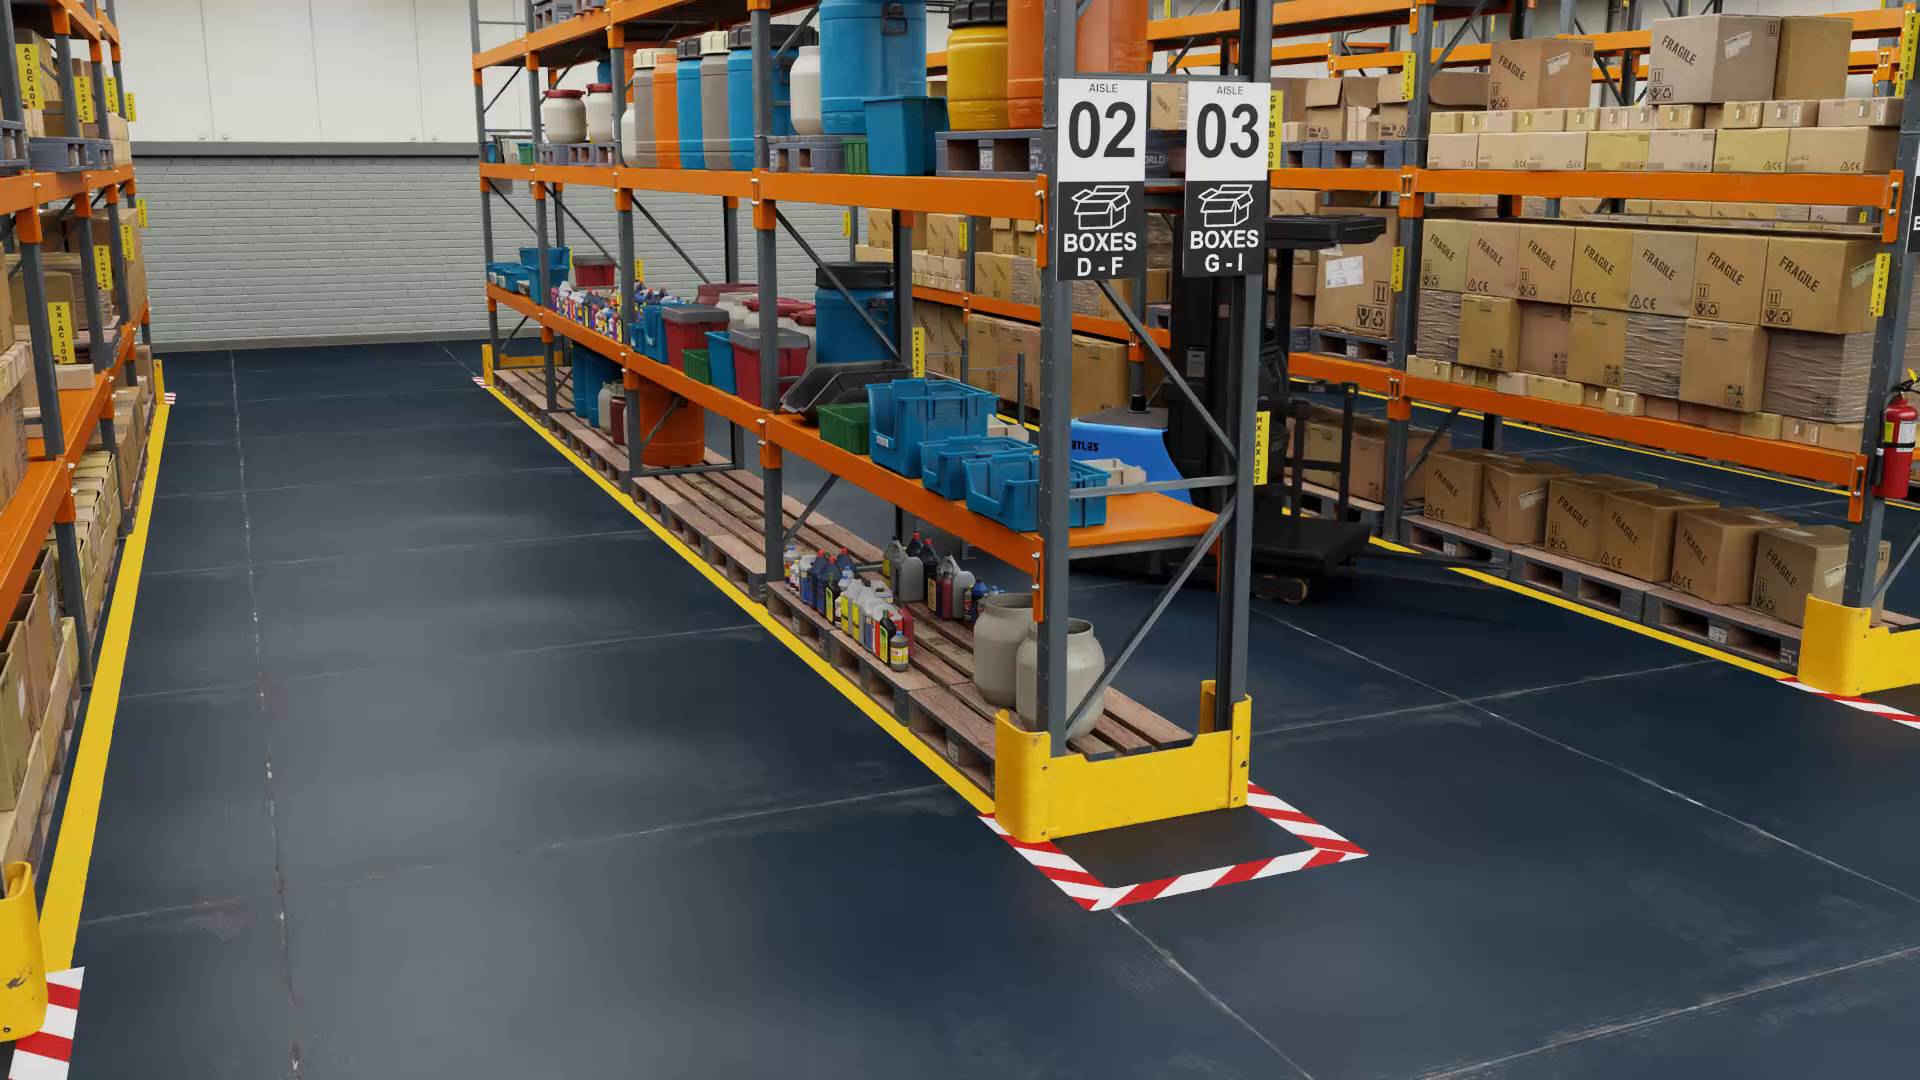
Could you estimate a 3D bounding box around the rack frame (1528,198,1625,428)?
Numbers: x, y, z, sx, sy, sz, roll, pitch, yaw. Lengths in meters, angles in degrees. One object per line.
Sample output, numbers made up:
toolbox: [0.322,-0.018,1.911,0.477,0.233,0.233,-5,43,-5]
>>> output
rack frame: [6.732,-2.748,18.089,1.000,3.000,0.127,-6,14,-23]

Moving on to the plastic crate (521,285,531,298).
plastic crate: [-4.688,-2.802,18.800,0.437,0.125,0.590,-6,14,-23]

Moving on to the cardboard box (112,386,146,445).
cardboard box: [-8.074,-1.173,15.856,0.500,0.500,0.500,-6,14,-23]

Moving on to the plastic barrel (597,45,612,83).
plastic barrel: [-3.170,-4.271,15.976,0.600,0.901,0.708,-6,14,-23]

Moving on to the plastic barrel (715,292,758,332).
plastic barrel: [-1.784,-1.734,13.464,0.421,0.512,0.421,0,13,0]

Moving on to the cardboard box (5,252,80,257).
cardboard box: [-8.549,-2.388,15.383,0.700,0.500,0.500,-12,18,-42]

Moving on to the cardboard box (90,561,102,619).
cardboard box: [-5.468,0.323,9.987,0.500,0.250,0.500,-5,14,-22]

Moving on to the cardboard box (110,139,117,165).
cardboard box: [-8.502,-3.764,16.161,0.500,0.250,0.500,-6,14,-23]

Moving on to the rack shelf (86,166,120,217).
rack shelf: [-7.733,-2.951,13.910,1.077,0.370,4.000,-6,14,-23]

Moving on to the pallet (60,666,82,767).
pallet: [-5.049,0.926,8.399,1.003,0.211,1.213,-6,14,-23]

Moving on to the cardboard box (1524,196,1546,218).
cardboard box: [8.774,-4.860,24.778,0.500,0.500,0.500,-5,14,-22]

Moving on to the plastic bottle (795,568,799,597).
plastic bottle: [-0.982,0.250,10.369,0.097,0.201,0.097,0,13,0]

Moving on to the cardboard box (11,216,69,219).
cardboard box: [-9.182,-2.976,16.635,0.500,0.500,0.500,-6,14,-24]

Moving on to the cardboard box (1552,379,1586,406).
cardboard box: [4.172,-0.991,11.059,0.380,0.149,0.250,-6,14,-23]

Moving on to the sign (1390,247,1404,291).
sign: [3.242,-2.007,12.323,0.100,0.325,0.005,-6,14,-23]

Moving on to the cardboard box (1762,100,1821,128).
cardboard box: [4.747,-2.390,9.342,0.380,0.149,0.250,-6,14,-25]

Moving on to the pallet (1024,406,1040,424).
pallet: [1.415,-1.383,18.379,1.003,0.211,1.213,-6,14,-23]

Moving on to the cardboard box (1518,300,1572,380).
cardboard box: [4.333,-1.389,11.336,0.875,0.500,0.500,-6,14,-23]

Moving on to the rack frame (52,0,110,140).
rack frame: [-8.534,-5.176,15.276,1.000,3.000,0.127,-6,14,-23]

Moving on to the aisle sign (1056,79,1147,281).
aisle sign: [0.570,-1.445,6.696,0.394,0.787,0.004,-6,14,-23]

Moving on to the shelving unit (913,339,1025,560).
shelving unit: [0.034,-0.713,12.625,0.538,1.500,1.048,-6,14,-23]

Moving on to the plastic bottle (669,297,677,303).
plastic bottle: [-2.753,-2.194,15.983,0.097,0.271,0.097,0,13,0]

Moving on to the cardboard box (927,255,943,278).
cardboard box: [-0.083,-3.393,20.551,0.500,0.250,0.500,-5,14,-21]

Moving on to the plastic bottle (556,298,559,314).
plastic bottle: [-4.122,-2.439,17.195,0.097,0.201,0.097,0,13,0]

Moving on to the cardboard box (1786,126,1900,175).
cardboard box: [4.925,-2.133,9.113,0.500,0.250,0.500,-5,14,-22]

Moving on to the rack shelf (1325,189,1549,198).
rack shelf: [5.931,-4.272,19.618,1.077,0.370,4.000,-6,14,-23]

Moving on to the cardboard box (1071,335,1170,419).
cardboard box: [1.889,-1.634,17.060,1.225,0.875,0.875,-6,14,-26]

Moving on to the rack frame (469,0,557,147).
rack frame: [-5.596,-6.449,20.776,1.000,3.000,0.127,-6,14,-23]

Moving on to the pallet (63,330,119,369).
pallet: [-7.268,-1.467,12.981,1.213,0.211,1.003,-6,14,-23]

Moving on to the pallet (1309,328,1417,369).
pallet: [3.576,-1.572,13.434,1.003,0.211,1.213,-6,14,-23]

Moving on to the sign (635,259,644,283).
sign: [-3.489,-2.884,18.064,0.100,0.325,0.005,-6,14,-23]

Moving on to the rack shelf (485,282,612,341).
rack shelf: [-4.795,-2.762,19.748,1.077,0.370,4.000,-6,14,-23]

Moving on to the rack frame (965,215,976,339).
rack frame: [0.544,-3.147,19.815,1.000,3.000,0.127,-6,14,-23]

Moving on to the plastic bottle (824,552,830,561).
plastic bottle: [-0.811,0.222,10.306,0.061,0.283,0.133,-6,14,-23]

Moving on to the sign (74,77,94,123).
sign: [-6.420,-3.227,12.185,0.100,0.325,0.005,-6,14,-23]

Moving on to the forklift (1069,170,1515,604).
forklift: [2.237,-1.141,11.298,3.031,2.935,1.130,8,15,30]

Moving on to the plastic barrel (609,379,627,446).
plastic barrel: [-3.056,-1.236,15.974,0.600,0.588,0.708,-6,14,-23]

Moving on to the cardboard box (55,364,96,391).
cardboard box: [-6.318,-1.143,11.715,0.380,0.149,0.250,-6,14,-23]

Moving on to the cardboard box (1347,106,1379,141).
cardboard box: [3.281,-3.280,13.103,0.396,0.266,0.258,-5,14,-21]

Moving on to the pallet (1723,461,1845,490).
pallet: [7.956,-0.715,15.493,1.003,0.211,1.213,-6,14,-23]

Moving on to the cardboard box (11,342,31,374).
cardboard box: [-5.024,-0.928,8.567,0.380,0.149,0.250,-6,14,-23]

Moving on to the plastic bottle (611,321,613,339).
plastic bottle: [-3.067,-1.895,14.844,0.097,0.201,0.097,0,13,0]

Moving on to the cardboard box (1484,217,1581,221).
cardboard box: [4.181,-2.107,12.221,0.500,0.500,0.500,-6,14,-23]

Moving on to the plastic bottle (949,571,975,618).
plastic bottle: [0.000,0.313,9.929,0.152,0.276,0.135,-5,14,-22]

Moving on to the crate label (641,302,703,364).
crate label: [-2.242,-1.661,13.315,0.502,0.435,0.616,-6,14,-23]

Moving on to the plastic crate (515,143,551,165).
plastic crate: [-4.651,-4.239,18.251,0.416,0.233,0.300,-6,14,-23]

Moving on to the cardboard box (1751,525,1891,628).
cardboard box: [5.116,0.215,9.901,0.500,0.500,0.500,-3,13,-13]

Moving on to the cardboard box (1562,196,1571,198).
cardboard box: [8.994,-5.096,24.359,0.380,0.149,0.250,-6,14,-23]

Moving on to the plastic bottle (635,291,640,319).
plastic bottle: [-3.244,-2.362,16.709,0.097,0.271,0.097,0,13,0]

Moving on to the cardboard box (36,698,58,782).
cardboard box: [-4.337,0.920,7.408,0.500,0.250,0.500,-6,14,-23]

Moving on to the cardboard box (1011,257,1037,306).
cardboard box: [0.902,-2.871,18.400,0.500,0.500,0.500,-6,14,-24]

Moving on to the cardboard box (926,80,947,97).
cardboard box: [-0.258,-5.684,21.086,0.500,0.250,0.500,-6,14,-25]

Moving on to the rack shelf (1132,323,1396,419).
rack shelf: [2.948,-1.557,14.540,1.077,0.370,4.000,-6,14,-23]

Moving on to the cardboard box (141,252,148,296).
cardboard box: [-9.708,-3.060,19.218,0.500,0.500,0.500,-5,14,-21]
